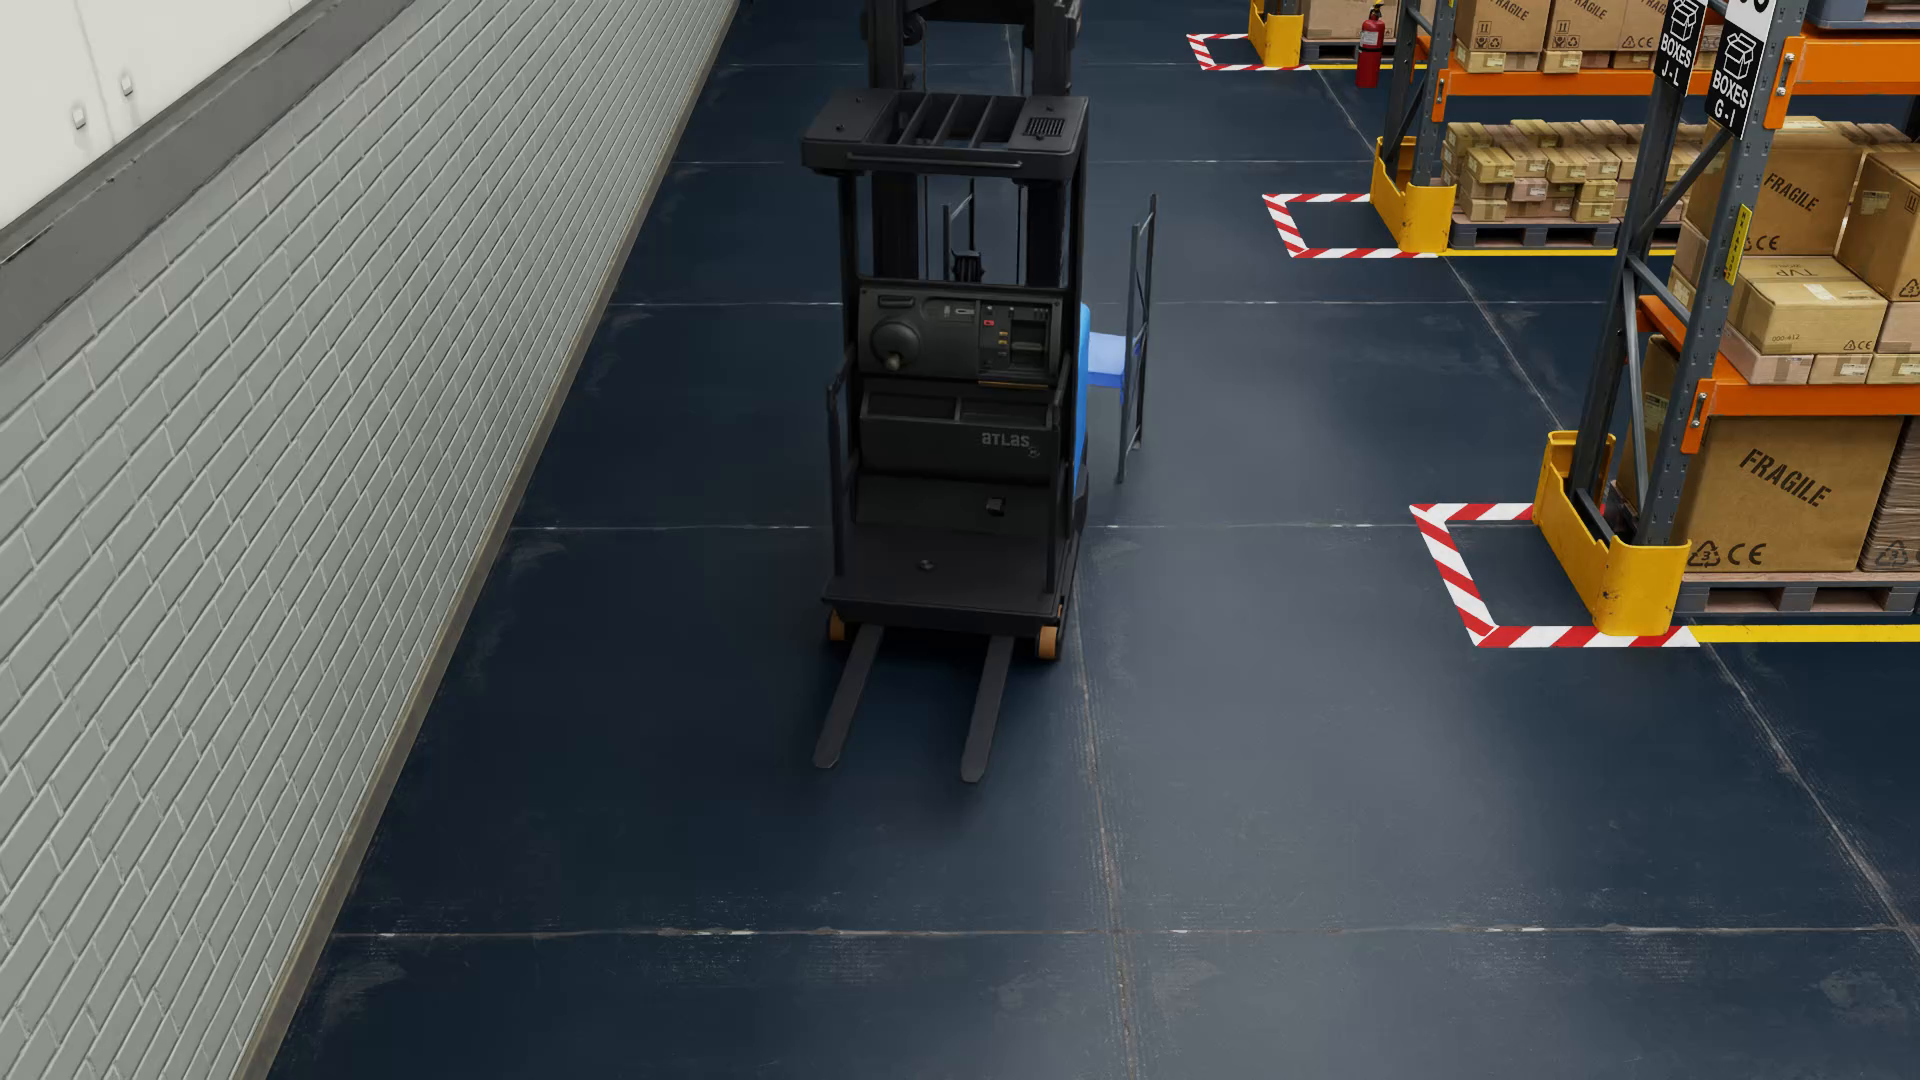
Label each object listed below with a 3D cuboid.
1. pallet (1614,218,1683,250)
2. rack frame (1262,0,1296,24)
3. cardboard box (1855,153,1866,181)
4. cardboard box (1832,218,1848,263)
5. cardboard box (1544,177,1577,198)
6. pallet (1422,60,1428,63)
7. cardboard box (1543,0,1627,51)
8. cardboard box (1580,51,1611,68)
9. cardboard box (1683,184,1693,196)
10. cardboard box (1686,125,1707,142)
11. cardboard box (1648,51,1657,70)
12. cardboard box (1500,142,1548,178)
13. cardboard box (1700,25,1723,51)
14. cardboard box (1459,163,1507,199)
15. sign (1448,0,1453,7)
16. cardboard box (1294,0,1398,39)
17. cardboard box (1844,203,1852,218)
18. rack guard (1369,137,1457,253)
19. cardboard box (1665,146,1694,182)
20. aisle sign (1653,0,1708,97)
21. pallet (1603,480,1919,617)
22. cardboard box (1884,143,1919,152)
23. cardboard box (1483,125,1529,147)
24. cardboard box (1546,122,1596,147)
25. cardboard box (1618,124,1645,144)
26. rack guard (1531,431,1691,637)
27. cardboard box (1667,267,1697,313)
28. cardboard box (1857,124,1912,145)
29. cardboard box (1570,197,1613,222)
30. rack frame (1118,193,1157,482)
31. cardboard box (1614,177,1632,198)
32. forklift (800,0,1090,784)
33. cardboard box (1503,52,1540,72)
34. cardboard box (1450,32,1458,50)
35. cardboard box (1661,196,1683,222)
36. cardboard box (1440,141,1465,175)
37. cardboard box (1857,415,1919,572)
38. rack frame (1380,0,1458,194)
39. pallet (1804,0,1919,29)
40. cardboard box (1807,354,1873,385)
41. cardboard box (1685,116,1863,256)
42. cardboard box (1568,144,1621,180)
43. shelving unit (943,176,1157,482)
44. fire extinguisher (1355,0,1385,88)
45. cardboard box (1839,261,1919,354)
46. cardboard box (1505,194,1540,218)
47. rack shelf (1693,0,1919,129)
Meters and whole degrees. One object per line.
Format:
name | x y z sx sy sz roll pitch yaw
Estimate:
pallet | 5.447 -2.491 12.653 1.213 0.211 1.003 0 31 0
rack frame | 3.210 -6.264 16.183 0.127 3.000 1.000 0 31 0
cardboard box | 6.483 -2.762 12.181 0.250 0.149 0.380 0 31 -1
cardboard box | 4.260 -1.327 7.904 0.500 0.250 0.500 -1 31 -1
cardboard box | 4.385 -2.671 12.318 0.250 0.149 0.380 0 31 0
pallet | 5.226 -5.117 16.981 1.213 0.211 1.003 0 31 0
cardboard box | 4.327 -3.740 11.639 0.500 0.500 0.500 0 31 0
cardboard box | 4.449 -3.488 11.849 0.250 0.149 0.380 1 31 2
cardboard box | 5.448 -2.684 12.339 0.250 0.149 0.380 1 31 2
cardboard box | 5.679 -3.020 12.605 0.250 0.149 0.380 -1 31 -2
cardboard box | 4.967 -3.462 11.806 0.250 0.149 0.380 -1 31 -1
cardboard box | 4.142 -2.801 12.244 0.250 0.149 0.380 0 31 1
cardboard box | 5.327 -3.740 11.639 0.500 0.500 0.500 -1 31 -2
cardboard box | 3.867 -2.653 12.288 0.250 0.149 0.380 1 31 2
sign | 3.345 -3.786 11.263 0.005 0.325 0.100 0 31 0
cardboard box | 3.870 -5.402 16.827 0.875 0.438 0.875 -1 31 -2
cardboard box | 6.427 -2.500 12.323 0.250 0.149 0.380 -1 31 -2
rack guard | 3.417 -2.628 12.600 0.348 0.500 1.175 0 31 0
cardboard box | 5.183 -2.752 12.164 0.250 0.149 0.380 0 31 0
aisle sign | 3.196 -2.391 7.292 0.004 0.787 0.394 0 31 0
pallet | 4.069 0.025 8.505 1.213 0.211 1.003 0 31 0
cardboard box | 6.987 -2.788 12.224 0.250 0.149 0.380 1 31 1
cardboard box | 4.121 -3.016 12.599 0.250 0.149 0.380 0 31 1
cardboard box | 4.638 -3.051 12.656 0.250 0.149 0.380 -1 31 -2
cardboard box | 5.171 -3.024 12.612 0.250 0.149 0.380 -1 31 -2
rack guard | 3.246 -0.055 8.359 0.348 0.500 1.175 0 31 0
cardboard box | 3.624 -1.188 8.059 0.250 0.149 0.380 0 31 1
cardboard box | 6.995 -3.031 12.624 0.250 0.149 0.380 1 31 2
cardboard box | 4.633 -2.485 12.297 0.250 0.149 0.380 0 31 0
rack frame | 0.971 -1.093 9.106 0.032 1.500 0.500 9 32 15
cardboard box | 4.907 -2.666 12.309 0.250 0.149 0.380 -2 31 -3
forklift | -0.033 -0.886 7.384 1.130 2.935 3.031 5 32 7
cardboard box | 3.921 -3.443 11.775 0.250 0.149 0.380 1 31 1
cardboard box | 3.666 -3.737 12.260 0.250 0.149 0.380 0 31 0
cardboard box | 5.137 -2.491 12.307 0.250 0.149 0.380 -2 31 -3
cardboard box | 3.867 -2.934 12.752 0.250 0.149 0.380 -1 31 -2
cardboard box | 4.820 -0.441 8.229 0.875 0.875 0.875 0 31 0
rack frame | 3.341 -3.697 11.951 0.127 3.000 1.000 0 31 0
pallet | 4.012 -2.376 6.968 1.213 0.211 1.003 0 31 0
cardboard box | 3.884 -0.848 7.498 0.250 0.149 0.380 -1 31 -1
cardboard box | 3.756 -1.645 7.705 0.500 0.500 0.500 0 31 0
cardboard box | 4.642 -2.779 12.208 0.250 0.149 0.380 -2 31 -3
shelving unit | 0.486 -1.172 9.235 1.048 1.500 0.538 9 32 15
fire extinguisher | 3.087 -3.743 12.461 0.183 0.674 0.296 0 31 0
cardboard box | 4.272 -1.053 7.452 0.500 0.250 0.500 -1 31 -1
cardboard box | 4.128 -2.536 12.382 0.250 0.149 0.380 0 31 0
rack shelf | 5.270 -2.105 7.129 4.000 0.370 1.077 0 31 0
